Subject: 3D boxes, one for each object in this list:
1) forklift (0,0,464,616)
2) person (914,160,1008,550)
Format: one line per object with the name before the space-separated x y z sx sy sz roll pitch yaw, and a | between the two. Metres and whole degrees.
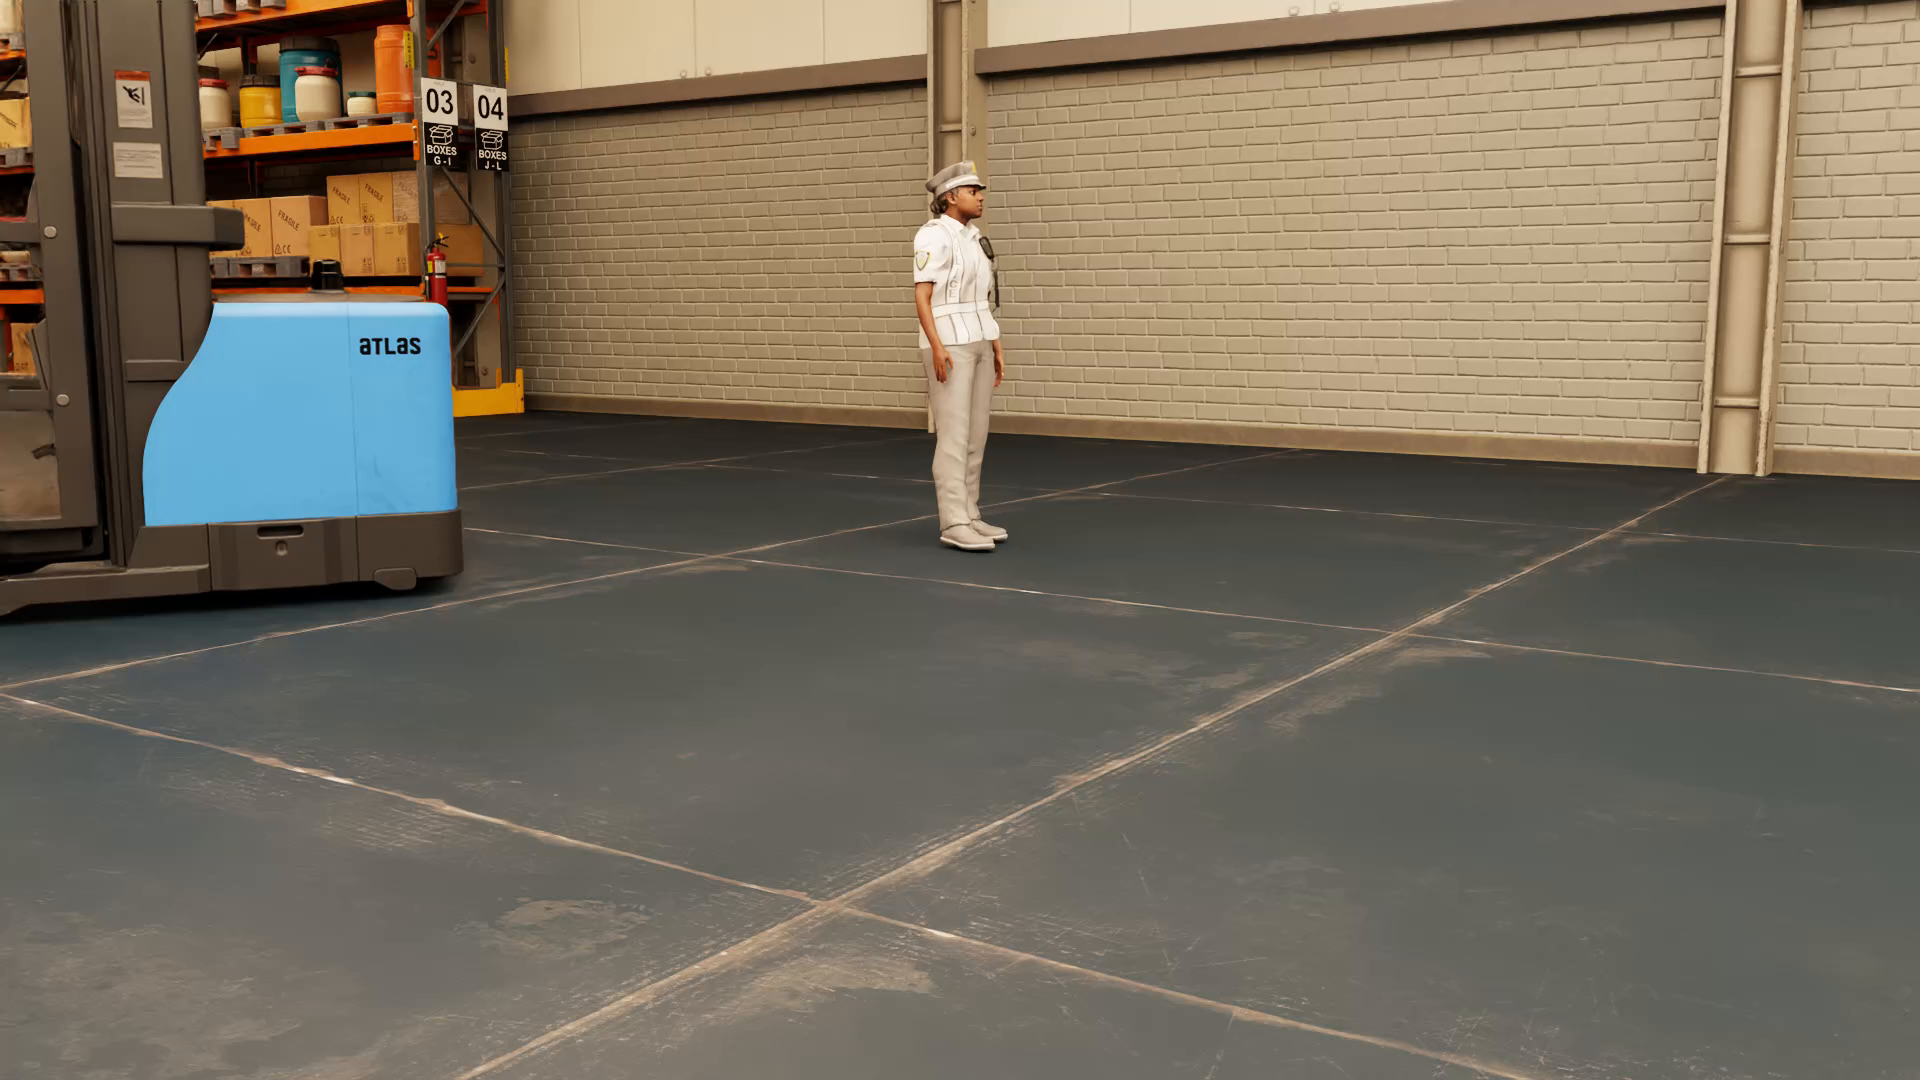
forklift | -3.427 -1.229 5.839 3.031 2.935 1.130 -4 9 -24
person | 0.051 -0.838 7.425 0.528 1.695 0.569 5 10 34
